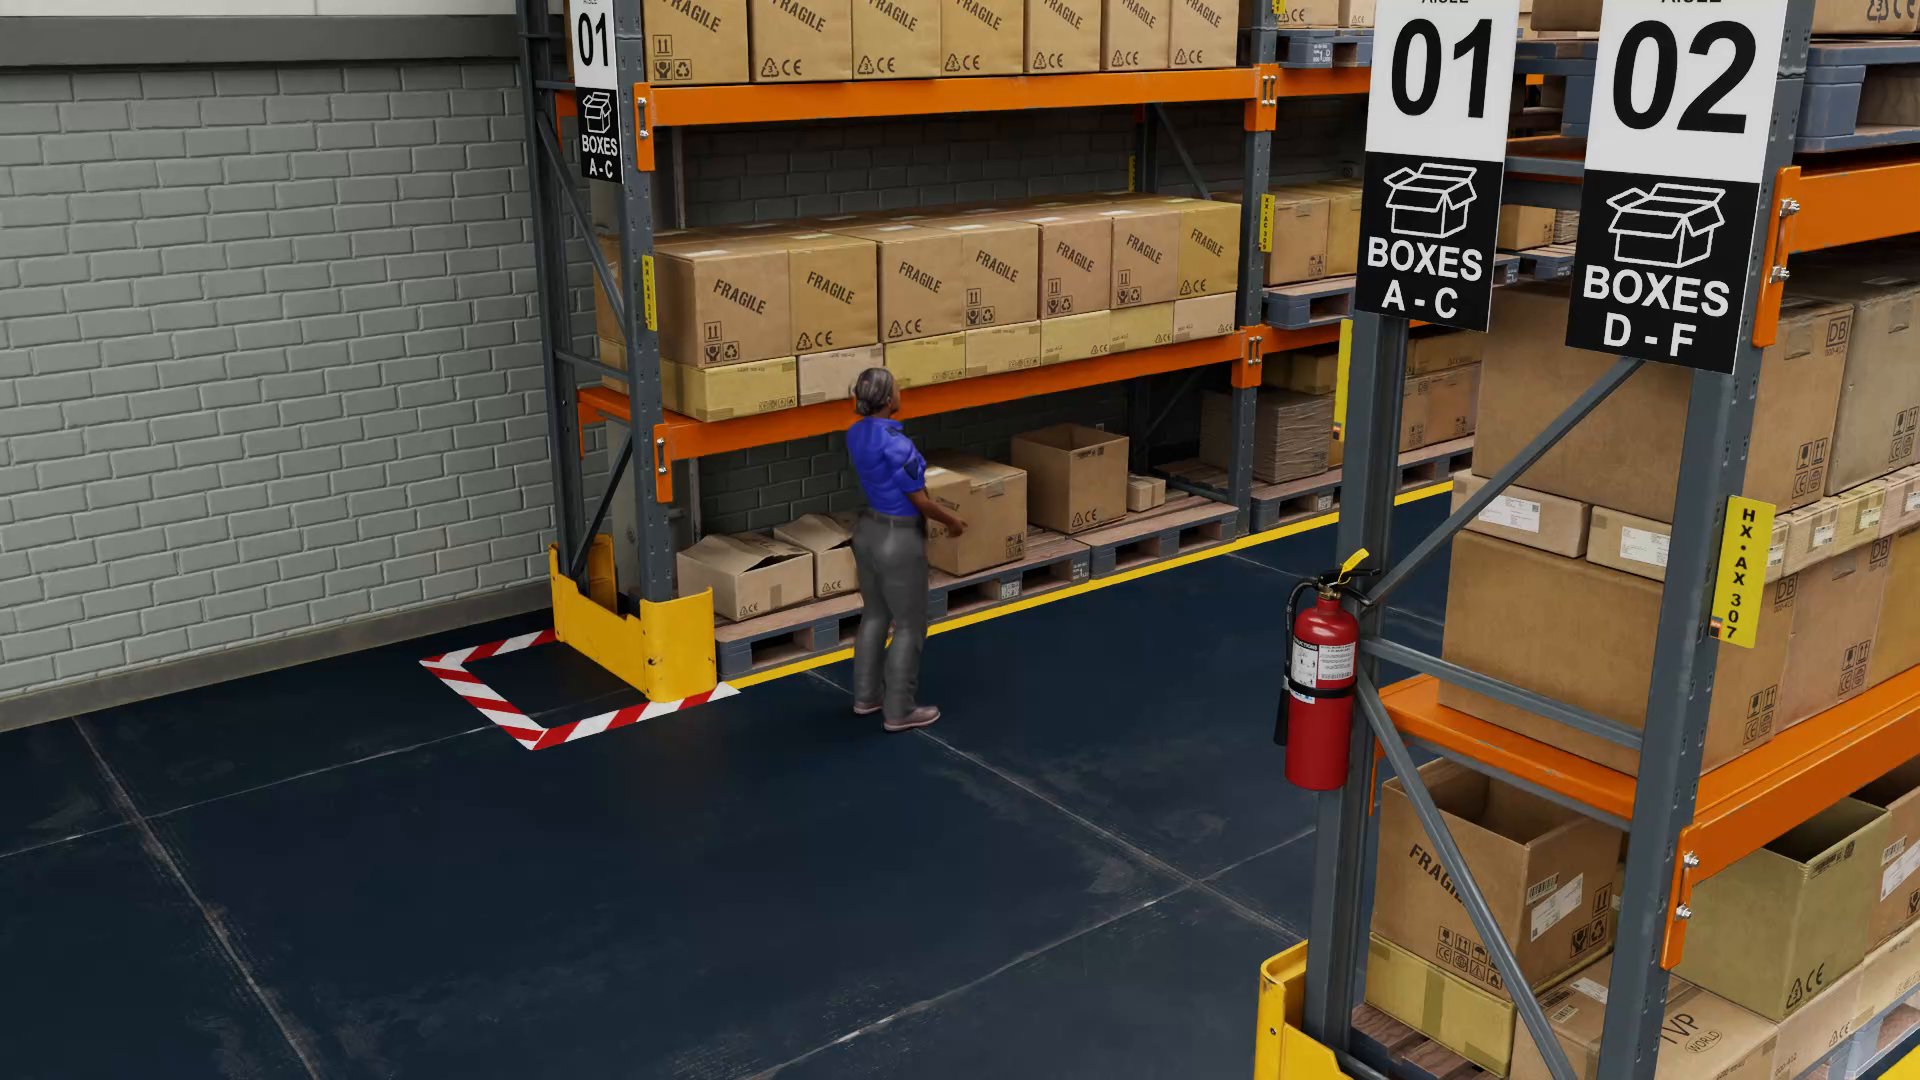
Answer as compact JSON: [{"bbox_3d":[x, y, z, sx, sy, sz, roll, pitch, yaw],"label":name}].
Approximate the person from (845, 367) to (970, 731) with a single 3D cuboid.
[{"bbox_3d":[-0.244,0.019,7.507,0.511,1.652,0.454,-13,22,-35],"label":"person"}]
